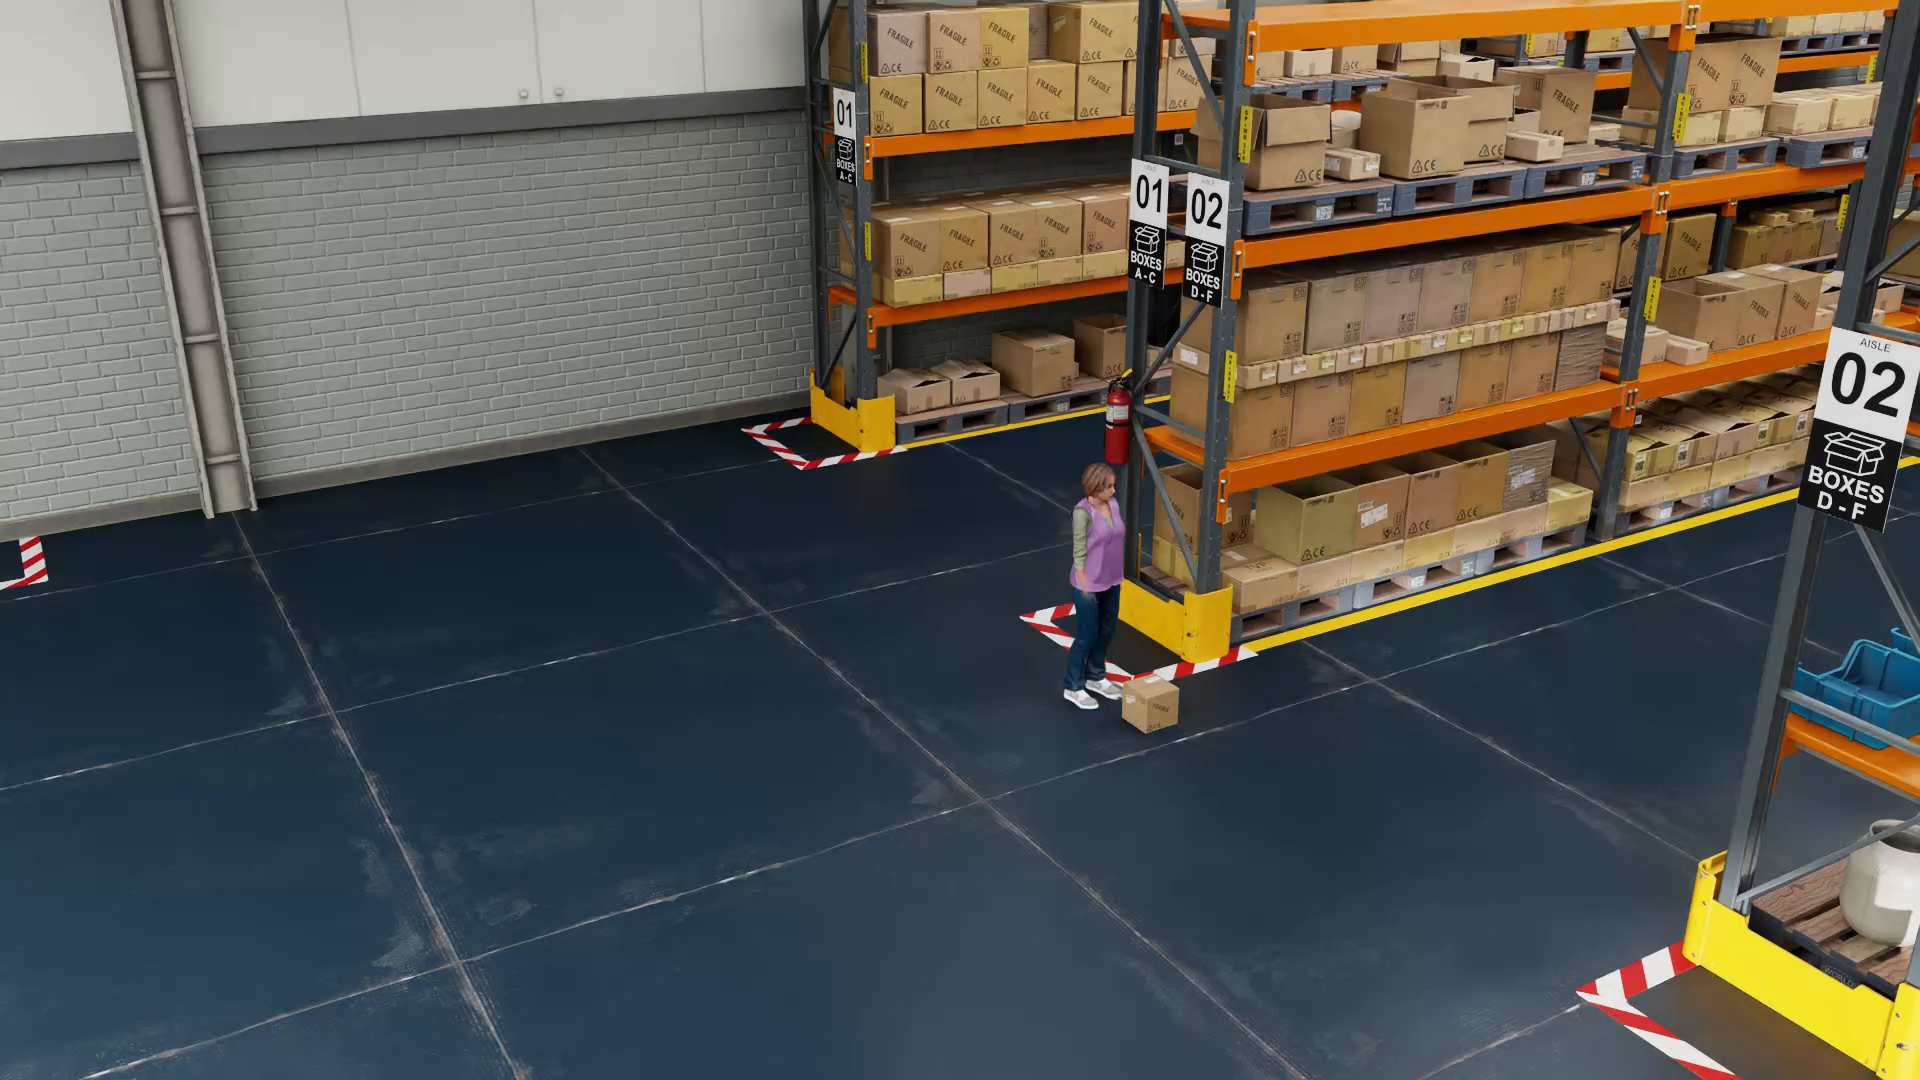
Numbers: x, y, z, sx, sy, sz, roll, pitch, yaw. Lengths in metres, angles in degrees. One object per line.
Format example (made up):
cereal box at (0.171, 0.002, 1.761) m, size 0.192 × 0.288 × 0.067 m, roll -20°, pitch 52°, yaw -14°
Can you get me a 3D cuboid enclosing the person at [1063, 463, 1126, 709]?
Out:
person at (0.861, 0.273, 10.440) m, size 0.309 × 1.596 × 0.407 m, roll 20°, pitch 29°, yaw 40°
